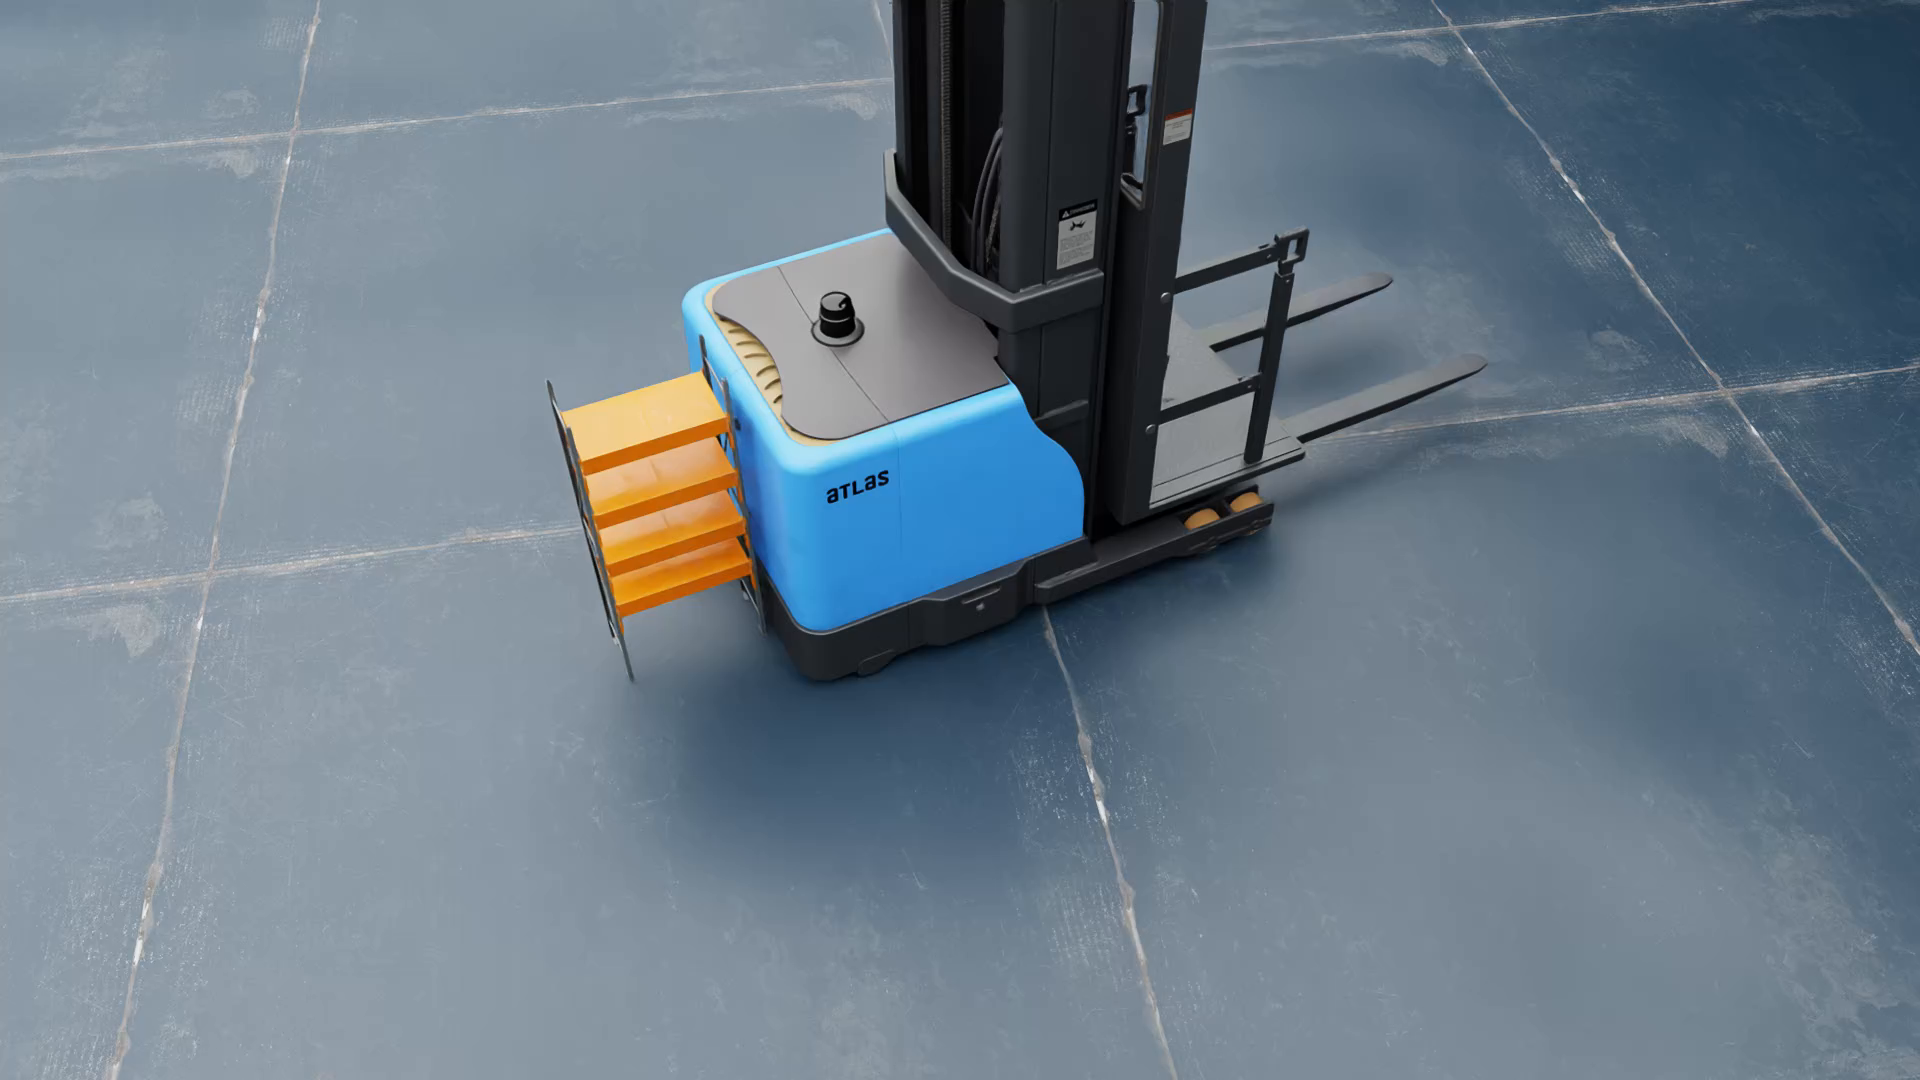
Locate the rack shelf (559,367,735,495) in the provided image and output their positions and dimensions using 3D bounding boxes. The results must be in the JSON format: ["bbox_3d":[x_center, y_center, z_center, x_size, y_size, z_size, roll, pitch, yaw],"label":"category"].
[{"bbox_3d":[-0.980,-0.344,5.196,0.480,0.148,0.258,-19,49,-16],"label":"rack shelf"}]

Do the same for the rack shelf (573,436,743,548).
[{"bbox_3d":[-0.976,-0.181,5.368,0.480,0.148,0.258,-19,49,-16],"label":"rack shelf"}]

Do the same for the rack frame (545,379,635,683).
[{"bbox_3d":[-1.195,0.003,5.414,0.015,1.200,0.240,-19,49,-16],"label":"rack frame"}]

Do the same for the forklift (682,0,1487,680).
[{"bbox_3d":[0.602,-1.289,5.457,3.031,2.935,1.130,-20,49,-18],"label":"forklift"}]

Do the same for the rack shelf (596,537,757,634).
[{"bbox_3d":[-0.969,0.109,5.674,0.480,0.148,0.258,-19,49,-16],"label":"rack shelf"}]

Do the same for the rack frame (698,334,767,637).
[{"bbox_3d":[-0.752,-0.150,5.549,0.015,1.200,0.240,-19,49,-16],"label":"rack frame"}]

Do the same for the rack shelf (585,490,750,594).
[{"bbox_3d":[-0.972,-0.027,5.530,0.480,0.148,0.258,-19,49,-16],"label":"rack shelf"}]

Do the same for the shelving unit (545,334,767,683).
[{"bbox_3d":[-0.973,-0.074,5.481,0.503,1.200,0.258,-19,49,-16],"label":"shelving unit"}]
